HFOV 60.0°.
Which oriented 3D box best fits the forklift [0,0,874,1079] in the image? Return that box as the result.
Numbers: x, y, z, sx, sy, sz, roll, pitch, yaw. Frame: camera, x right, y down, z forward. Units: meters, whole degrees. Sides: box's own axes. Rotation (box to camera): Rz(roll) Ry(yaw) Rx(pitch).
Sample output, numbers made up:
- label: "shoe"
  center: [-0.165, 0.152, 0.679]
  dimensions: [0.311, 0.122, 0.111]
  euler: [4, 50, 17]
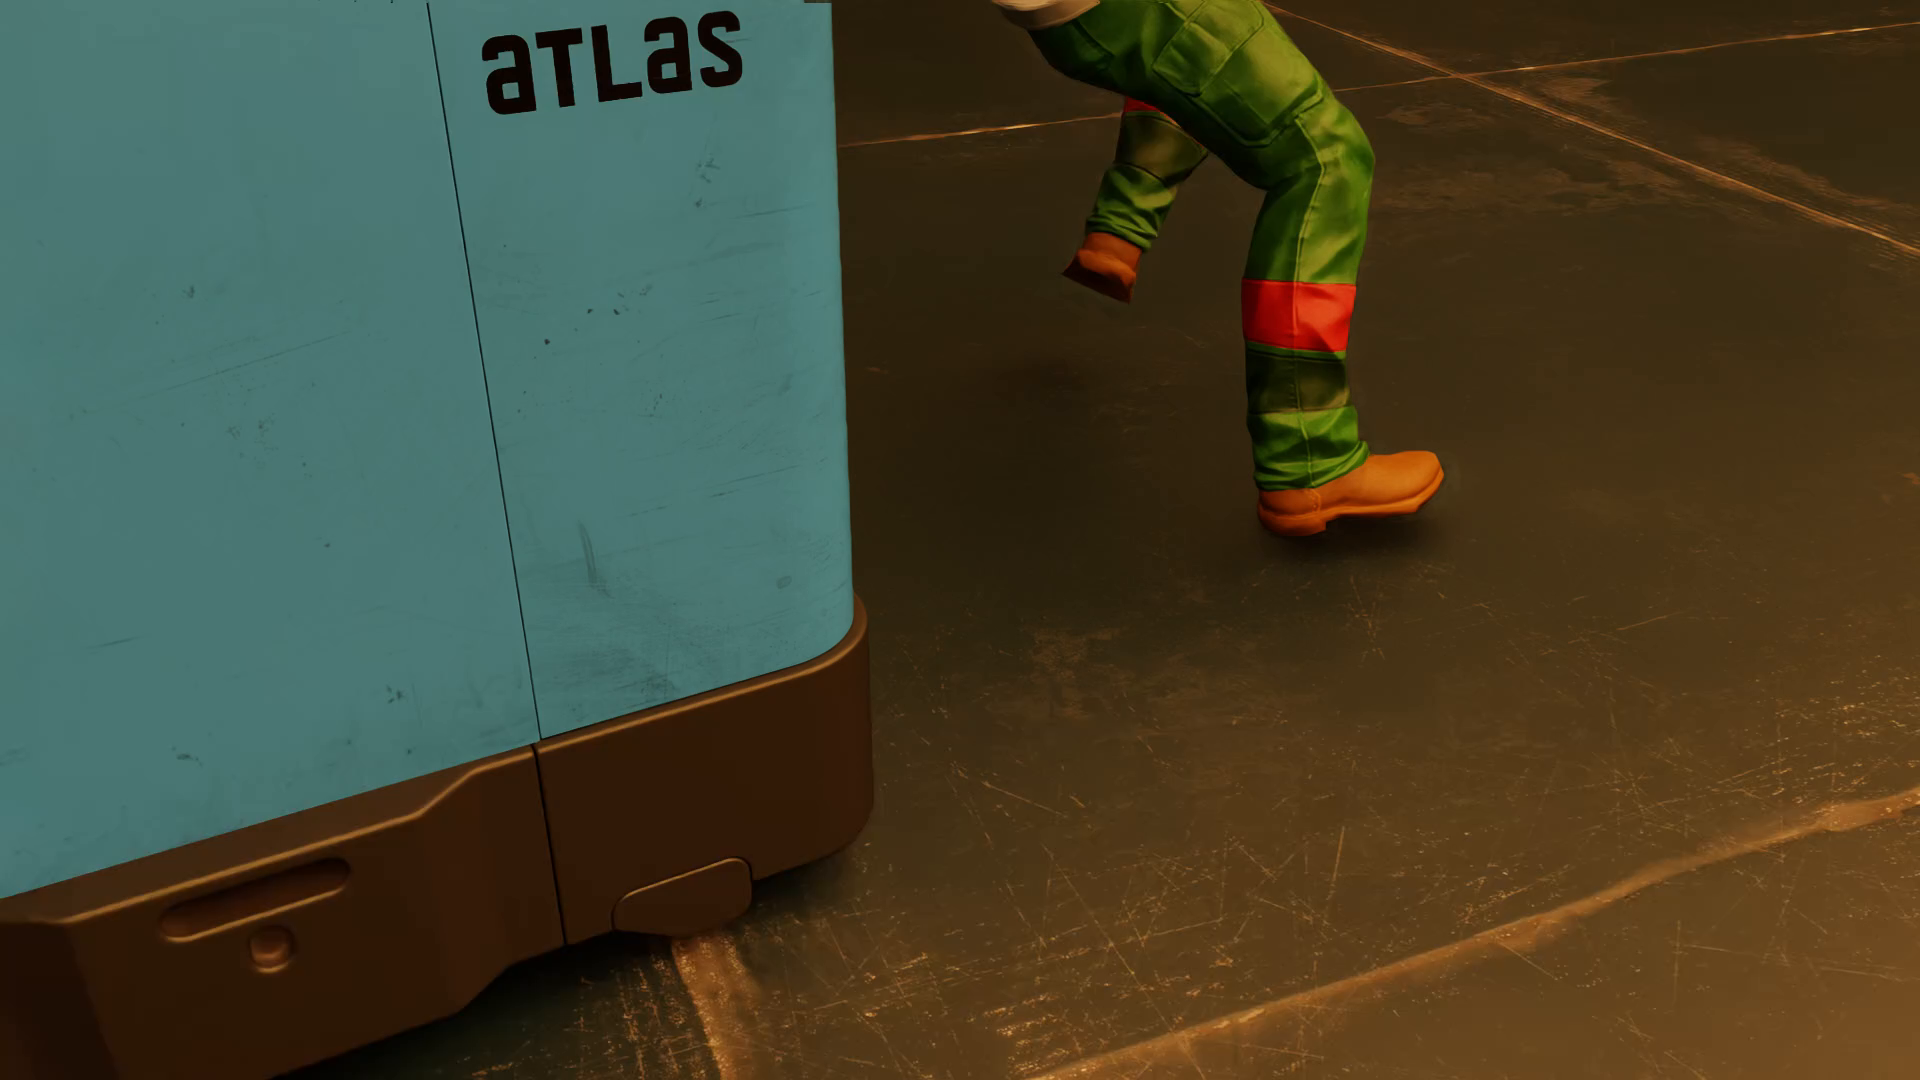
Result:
- label: "forklift"
  center: [-1.638, -0.766, 0.883]
  dimensions: [3.031, 2.935, 1.130]
  euler: [-15, 33, -25]

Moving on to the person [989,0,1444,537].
- label: "person"
  center: [0.384, -0.899, 2.411]
  dimensions: [0.763, 1.580, 0.890]
  euler: [-7, 30, -11]
